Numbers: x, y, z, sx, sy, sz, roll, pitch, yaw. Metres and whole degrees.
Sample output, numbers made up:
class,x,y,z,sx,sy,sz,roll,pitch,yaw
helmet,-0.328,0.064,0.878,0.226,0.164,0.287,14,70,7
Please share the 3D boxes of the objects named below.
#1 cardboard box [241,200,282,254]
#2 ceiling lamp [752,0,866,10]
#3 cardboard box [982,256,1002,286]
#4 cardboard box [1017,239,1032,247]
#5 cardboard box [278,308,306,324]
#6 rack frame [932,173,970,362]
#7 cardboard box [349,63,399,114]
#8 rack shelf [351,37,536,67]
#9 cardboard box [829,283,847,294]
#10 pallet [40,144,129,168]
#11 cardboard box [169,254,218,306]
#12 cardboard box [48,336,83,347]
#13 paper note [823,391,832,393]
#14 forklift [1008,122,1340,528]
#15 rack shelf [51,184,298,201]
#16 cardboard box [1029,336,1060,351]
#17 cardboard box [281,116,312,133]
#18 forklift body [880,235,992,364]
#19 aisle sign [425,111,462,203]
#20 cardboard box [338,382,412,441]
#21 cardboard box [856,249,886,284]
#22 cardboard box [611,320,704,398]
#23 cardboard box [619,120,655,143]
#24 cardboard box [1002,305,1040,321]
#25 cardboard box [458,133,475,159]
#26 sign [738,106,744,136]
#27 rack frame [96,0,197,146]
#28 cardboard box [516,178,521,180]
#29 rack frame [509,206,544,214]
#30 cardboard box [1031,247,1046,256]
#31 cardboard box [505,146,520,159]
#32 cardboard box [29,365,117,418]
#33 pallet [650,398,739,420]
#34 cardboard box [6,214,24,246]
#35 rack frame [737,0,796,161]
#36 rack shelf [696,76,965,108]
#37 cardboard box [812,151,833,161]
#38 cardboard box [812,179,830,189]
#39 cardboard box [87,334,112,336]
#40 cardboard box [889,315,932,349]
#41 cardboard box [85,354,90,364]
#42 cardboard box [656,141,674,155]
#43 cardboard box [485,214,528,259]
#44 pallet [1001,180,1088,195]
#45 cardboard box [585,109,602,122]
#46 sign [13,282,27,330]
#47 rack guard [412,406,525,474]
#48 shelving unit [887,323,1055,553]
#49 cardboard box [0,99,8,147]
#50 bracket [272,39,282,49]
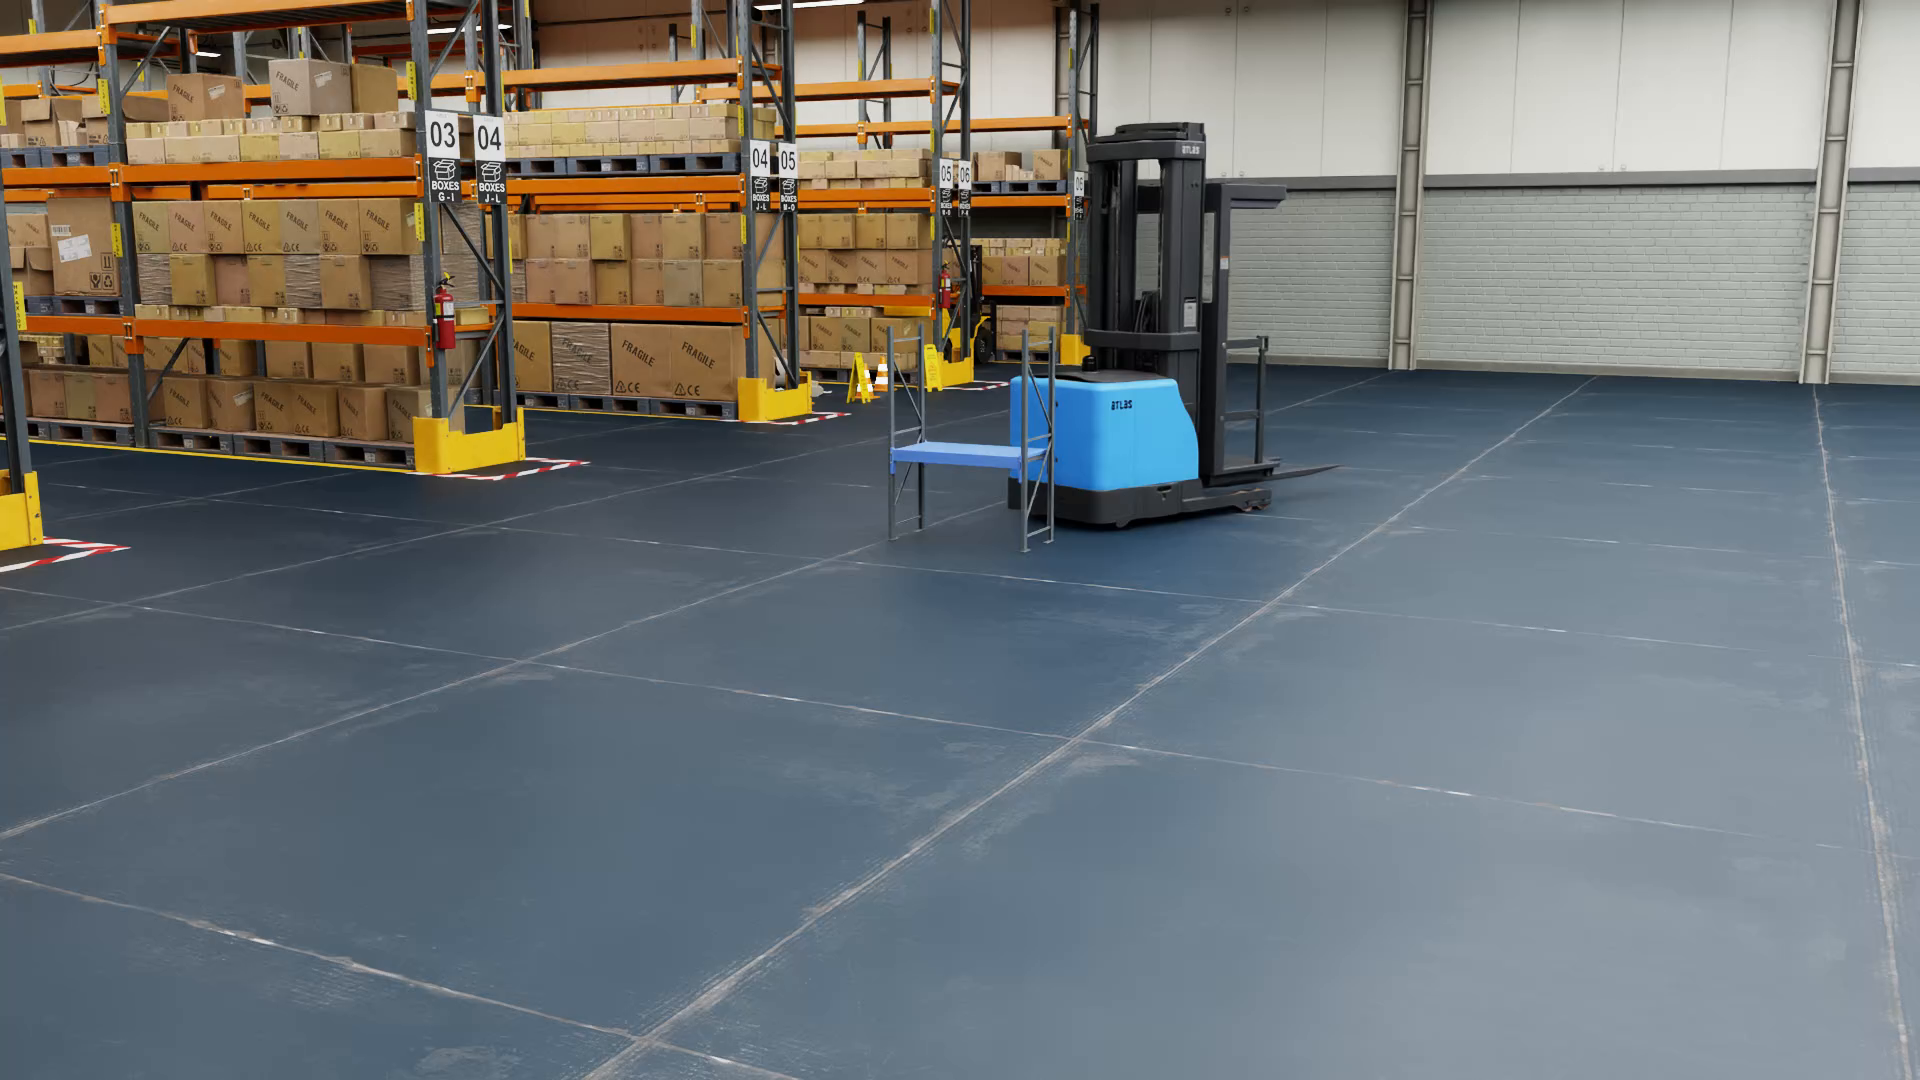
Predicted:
class,x,y,z,sx,sy,sz,roll,pitch,yaw
cardboard box,-6.453,-2.980,15.847,0.500,0.500,0.500,5,11,26
ceiling lamp,-2.365,-10.323,27.107,2.000,3.185,0.800,5,11,26
cardboard box,0.592,-4.674,28.850,0.500,0.500,0.500,5,11,25
cardboard box,1.175,-5.085,28.466,0.250,0.149,0.380,5,12,27
cardboard box,-6.246,-2.136,15.817,0.250,0.149,0.380,5,11,26
rack frame,-0.122,-3.752,24.038,0.127,3.000,1.000,5,11,26
cardboard box,-5.719,-4.247,15.830,0.500,0.500,0.500,5,11,26
rack shelf,-10.484,-9.881,33.749,4.000,0.370,1.077,5,11,26
cardboard box,-1.730,-3.713,24.529,0.250,0.149,0.380,5,11,25
pallet,-8.601,-3.934,17.147,1.003,0.211,1.213,5,11,26
cardboard box,-7.285,-2.590,16.499,0.500,0.500,0.875,5,11,26
cardboard box,-13.418,-2.982,24.939,0.250,0.149,0.380,5,12,27
paper note,-1.851,-2.047,22.957,0.142,0.019,0.148,1,10,6
forklift,1.818,-1.723,13.019,3.031,2.935,1.130,-8,13,-39
rack shelf,-11.190,-4.863,23.776,4.000,0.370,1.077,5,11,26
cardboard box,1.509,-3.385,28.553,0.500,0.250,0.500,5,11,26
cardboard box,-6.058,-3.843,15.422,0.250,0.149,0.380,4,11,23
forklift body,-0.437,-3.985,27.711,1.214,2.155,2.313,5,11,26
aisle sign,-4.584,-3.396,14.769,0.004,0.787,0.394,5,11,26
cardboard box,-5.611,-1.239,15.994,0.500,0.500,0.500,9,14,41
cardboard box,-1.178,-3.986,24.217,0.500,0.500,0.500,5,11,26
cardboard box,-3.649,-2.226,20.395,0.875,0.875,0.875,5,11,25
cardboard box,-3.683,-4.831,19.703,0.500,0.250,0.500,5,11,25
cardboard box,1.059,-3.916,28.680,0.500,0.250,0.500,5,12,27
cardboard box,-4.825,-3.651,15.477,0.500,0.250,0.500,5,12,28
sign,-2.475,-4.740,18.814,0.005,0.325,0.100,5,11,26
rack frame,-8.094,-5.436,16.500,0.127,3.000,1.000,5,11,26
cardboard box,-8.617,-7.151,32.810,0.250,0.149,0.380,5,12,27
rack frame,-8.691,-5.490,33.644,0.127,3.000,1.000,5,11,26
cardboard box,1.393,-4.911,28.342,0.250,0.149,0.380,5,12,27
cardboard box,-5.400,-4.774,20.506,0.250,0.149,0.380,5,11,26
cardboard box,-9.557,-1.607,17.971,0.500,0.500,0.700,4,11,21
pallet,-2.974,-1.632,20.153,1.213,0.211,1.003,5,11,26
cardboard box,-13.991,-4.620,24.912,0.500,0.500,0.500,5,11,24
rack frame,-2.222,-5.905,19.091,0.127,3.000,1.000,5,11,26
rack shelf,-1.916,-6.506,24.438,4.000,0.370,1.077,5,11,26
cardboard box,-1.946,-5.592,24.247,0.250,0.149,0.380,5,12,27
cardboard box,-1.963,-5.202,24.331,0.250,0.149,0.380,5,11,25
cardboard box,-12.438,-3.144,24.414,0.500,0.250,0.500,4,11,23
cardboard box,-0.745,-3.084,24.783,0.500,0.500,0.500,5,11,24
cardboard box,-13.168,-2.783,25.509,0.250,0.149,0.380,4,11,23
cardboard box,-3.353,-4.594,19.512,0.250,0.149,0.380,5,11,26
cardboard box,-5.493,-3.839,21.067,0.550,0.550,0.875,5,11,26
pallet,1.448,-6.037,28.491,1.213,0.211,1.003,5,11,26
cardboard box,-4.269,-5.066,19.884,0.250,0.149,0.380,5,11,26
sign,-6.451,-1.602,11.381,0.005,0.325,0.100,5,11,26
rack guard,-4.575,-0.945,15.548,0.348,0.500,1.175,5,11,26
shelving unit,0.077,-0.731,11.560,1.048,1.500,0.538,5,11,26
cardboard box,-10.466,-4.414,17.587,0.500,0.500,0.500,5,11,24
bracket,-14.826,-10.861,36.368,0.430,0.232,0.235,5,11,26
